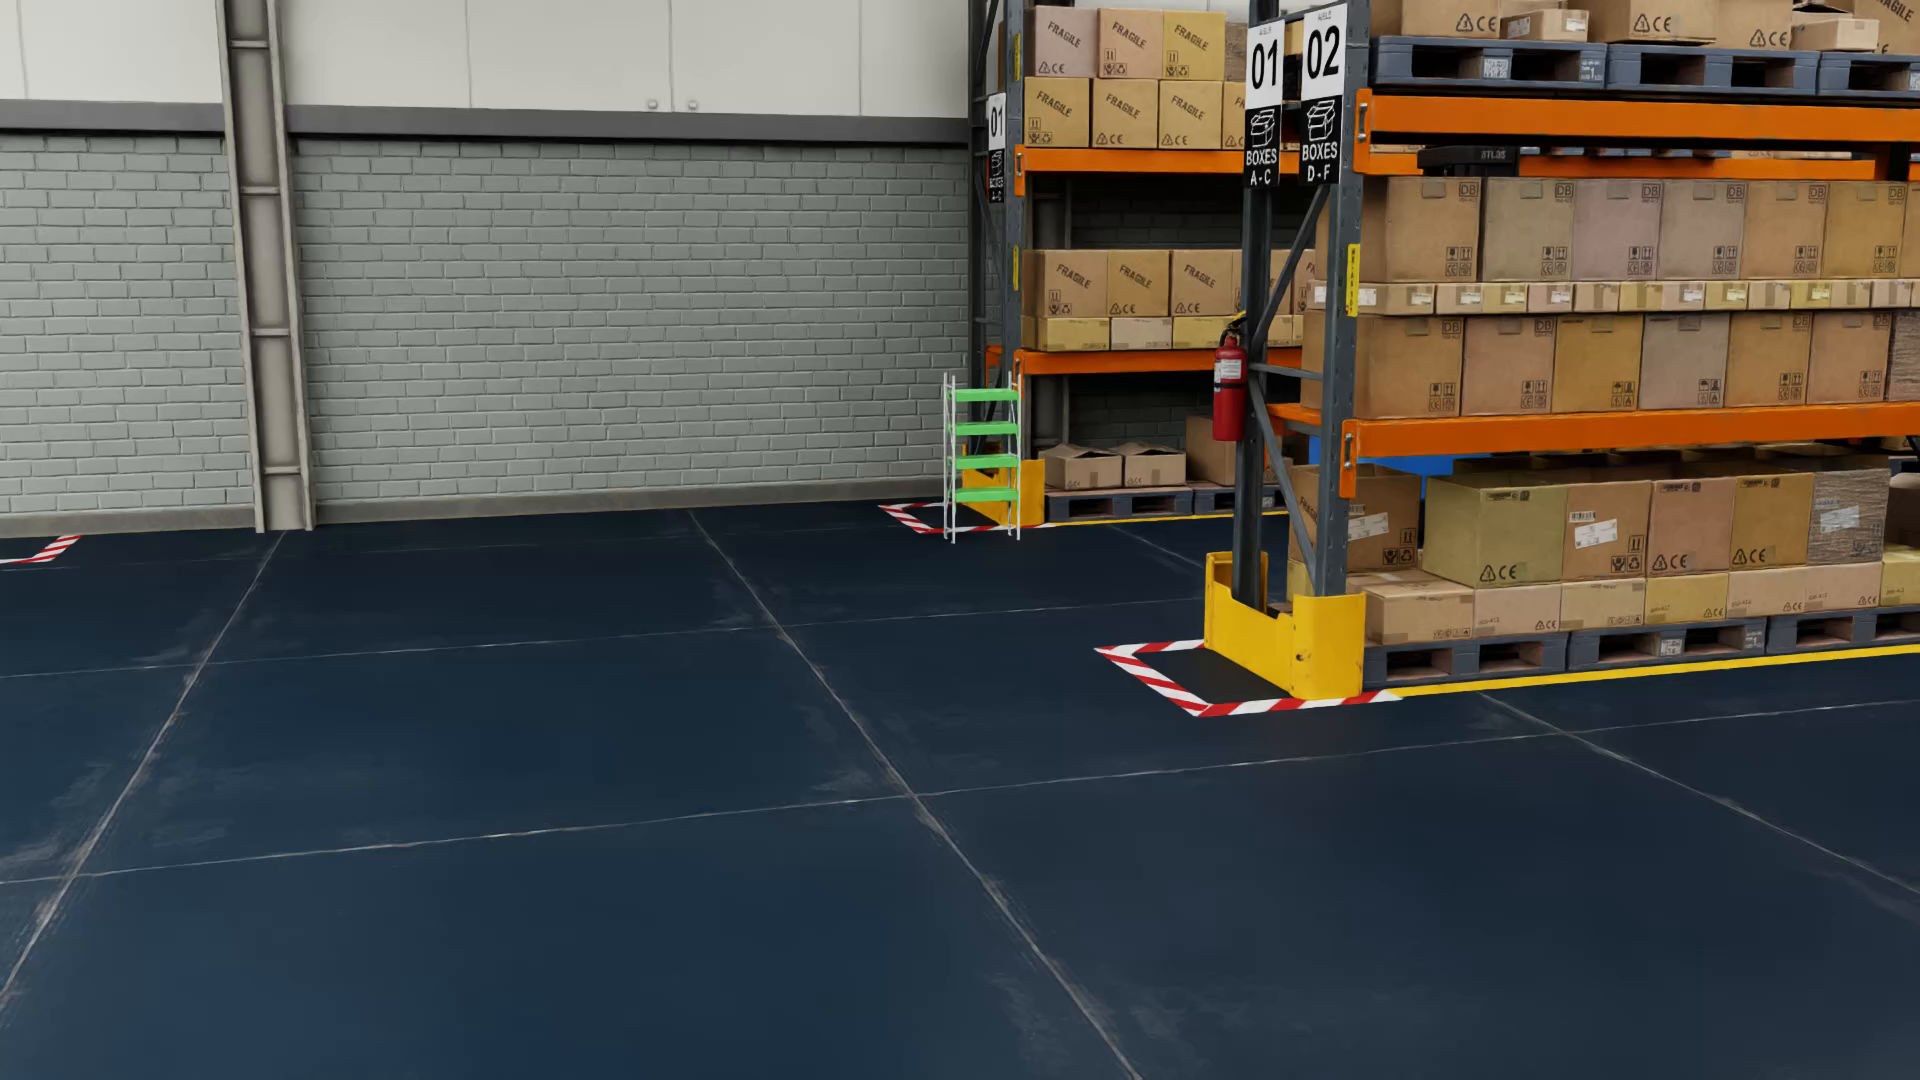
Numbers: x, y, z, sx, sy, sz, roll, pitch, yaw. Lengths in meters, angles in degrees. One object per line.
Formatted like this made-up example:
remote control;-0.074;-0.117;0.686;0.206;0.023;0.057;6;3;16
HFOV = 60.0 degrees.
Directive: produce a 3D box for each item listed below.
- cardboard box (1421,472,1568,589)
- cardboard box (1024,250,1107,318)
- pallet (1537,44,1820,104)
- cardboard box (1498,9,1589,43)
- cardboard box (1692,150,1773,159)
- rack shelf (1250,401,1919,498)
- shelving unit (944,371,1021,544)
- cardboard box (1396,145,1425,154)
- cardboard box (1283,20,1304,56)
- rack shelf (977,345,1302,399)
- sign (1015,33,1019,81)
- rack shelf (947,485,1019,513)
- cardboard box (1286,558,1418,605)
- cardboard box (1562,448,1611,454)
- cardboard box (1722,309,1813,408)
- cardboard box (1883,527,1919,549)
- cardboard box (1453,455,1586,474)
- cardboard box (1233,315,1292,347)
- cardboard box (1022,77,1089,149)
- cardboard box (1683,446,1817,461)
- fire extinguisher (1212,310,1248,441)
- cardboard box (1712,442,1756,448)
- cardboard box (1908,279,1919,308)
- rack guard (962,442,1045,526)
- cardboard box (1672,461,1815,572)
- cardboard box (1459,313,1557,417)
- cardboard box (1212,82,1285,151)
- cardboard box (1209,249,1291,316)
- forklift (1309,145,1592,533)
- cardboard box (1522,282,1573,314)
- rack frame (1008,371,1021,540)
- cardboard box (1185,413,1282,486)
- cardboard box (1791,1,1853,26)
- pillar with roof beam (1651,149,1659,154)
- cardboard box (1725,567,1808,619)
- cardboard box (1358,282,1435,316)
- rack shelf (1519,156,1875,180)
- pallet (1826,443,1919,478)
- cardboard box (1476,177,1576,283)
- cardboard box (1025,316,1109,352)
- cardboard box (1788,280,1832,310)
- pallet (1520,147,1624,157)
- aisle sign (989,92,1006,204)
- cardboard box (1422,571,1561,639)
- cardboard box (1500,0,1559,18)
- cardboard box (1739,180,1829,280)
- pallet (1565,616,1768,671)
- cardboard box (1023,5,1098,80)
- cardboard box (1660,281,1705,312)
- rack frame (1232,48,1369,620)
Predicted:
cardboard box;2.705;-0.058;8.439;0.500;0.500;0.500;-3;11;-16
cardboard box;0.802;-1.958;12.688;0.500;0.500;0.500;-3;11;-16
pallet;3.508;-2.346;8.465;1.213;0.211;1.003;-3;11;-16
cardboard box;2.827;-2.477;8.077;0.250;0.149;0.380;-3;11;-16
cardboard box;6.670;-3.573;14.544;0.637;0.503;0.797;-1;11;-8
rack shelf;3.568;-0.568;8.835;4.000;0.370;1.077;-3;11;-16
shelving unit;0.159;-0.598;11.983;0.503;1.200;0.258;-3;11;-16
cardboard box;3.682;-3.350;13.341;0.500;0.500;0.500;-3;11;-14
cardboard box;2.673;-3.780;12.915;0.500;0.500;0.500;-3;11;-18
rack shelf;2.180;-1.429;13.511;4.000;0.370;1.077;-3;11;-16
sign;0.412;-3.492;12.033;0.005;0.325;0.100;-3;11;-16
rack shelf;0.159;-0.300;12.038;0.480;0.148;0.258;-3;11;-16
cardboard box;2.080;0.247;8.857;0.500;0.250;0.500;-3;11;-16
cardboard box;5.285;-0.946;14.590;0.500;0.500;0.700;-3;11;-17
cardboard box;4.077;-0.996;8.897;0.500;0.500;0.700;-3;11;-15
cardboard box;5.806;0.051;9.918;0.500;0.250;0.500;-3;11;-16
cardboard box;3.036;-0.176;9.080;0.500;0.500;0.500;-3;11;-16
cardboard box;2.288;-1.666;13.170;0.500;0.250;0.500;-3;11;-15
cardboard box;0.651;-3.189;12.470;0.500;0.500;0.500;-3;11;-14
cardboard box;4.478;-0.250;9.486;0.500;0.500;0.500;-3;11;-16
fire extinguisher;1.405;-0.857;8.633;0.183;0.674;0.296;-3;11;-16
cardboard box;6.737;-1.022;15.003;0.500;0.500;0.700;-3;11;-16
cardboard box;5.049;-1.328;8.908;0.250;0.149;0.380;-3;11;-17
rack guard;0.333;-0.456;13.144;0.348;0.500;1.175;-3;11;-16
cardboard box;4.142;-0.135;8.861;0.500;0.500;0.500;-3;11;-16
cardboard box;2.603;-0.919;8.476;0.500;0.500;0.700;-3;11;-14
cardboard box;2.182;-3.268;12.898;0.500;0.500;0.500;-2;11;-12
cardboard box;2.270;-2.035;13.103;0.500;0.500;0.500;-3;11;-14
forklift;4.225;-1.550;12.372;3.031;2.935;1.130;-1;11;-8
cardboard box;2.820;-1.210;8.266;0.250;0.149;0.380;-3;11;-17
rack frame;0.393;-0.611;12.050;0.015;1.200;0.240;-3;11;-16
cardboard box;2.215;-0.745;13.499;0.500;0.500;0.700;-4;11;-20
cardboard box;4.413;-2.723;8.967;0.500;0.311;0.500;-4;11;-19
pillar with roof beam;7.654;-4.373;10.947;0.400;9.000;9.100;-3;11;-16
cardboard box;4.146;0.236;8.917;0.500;0.250;0.500;-3;11;-16
cardboard box;2.085;-1.171;8.056;0.250;0.149;0.380;-3;11;-16
rack shelf;6.021;-3.107;14.339;4.000;0.370;1.077;-3;11;-16
pallet;8.719;-0.742;15.493;1.213;0.211;1.003;-3;11;-16
cardboard box;2.654;-1.560;8.374;0.500;0.500;0.700;-3;11;-17
cardboard box;0.817;-1.587;12.742;0.500;0.250;0.500;-3;11;-18
cardboard box;4.310;-1.289;8.696;0.250;0.149;0.380;-3;11;-16
pallet;4.723;-3.280;13.810;1.003;0.211;1.213;-3;11;-16
aisle sign;0.275;-2.904;12.358;0.004;0.787;0.394;-3;11;-16
cardboard box;2.704;0.311;8.509;0.500;0.250;0.500;-3;11;-16
cardboard box;2.680;-2.602;8.477;0.500;0.250;0.500;-3;11;-16
cardboard box;4.098;-1.636;8.788;0.500;0.500;0.700;-3;11;-16
pallet;3.540;0.444;9.054;1.213;0.211;1.003;-3;11;-16
cardboard box;0.698;-3.685;12.400;0.500;0.500;0.500;-4;11;-20
cardboard box;3.561;-1.249;8.478;0.250;0.149;0.380;-3;11;-15
rack frame;1.648;-0.821;8.220;0.127;3.000;1.000;-3;11;-16
